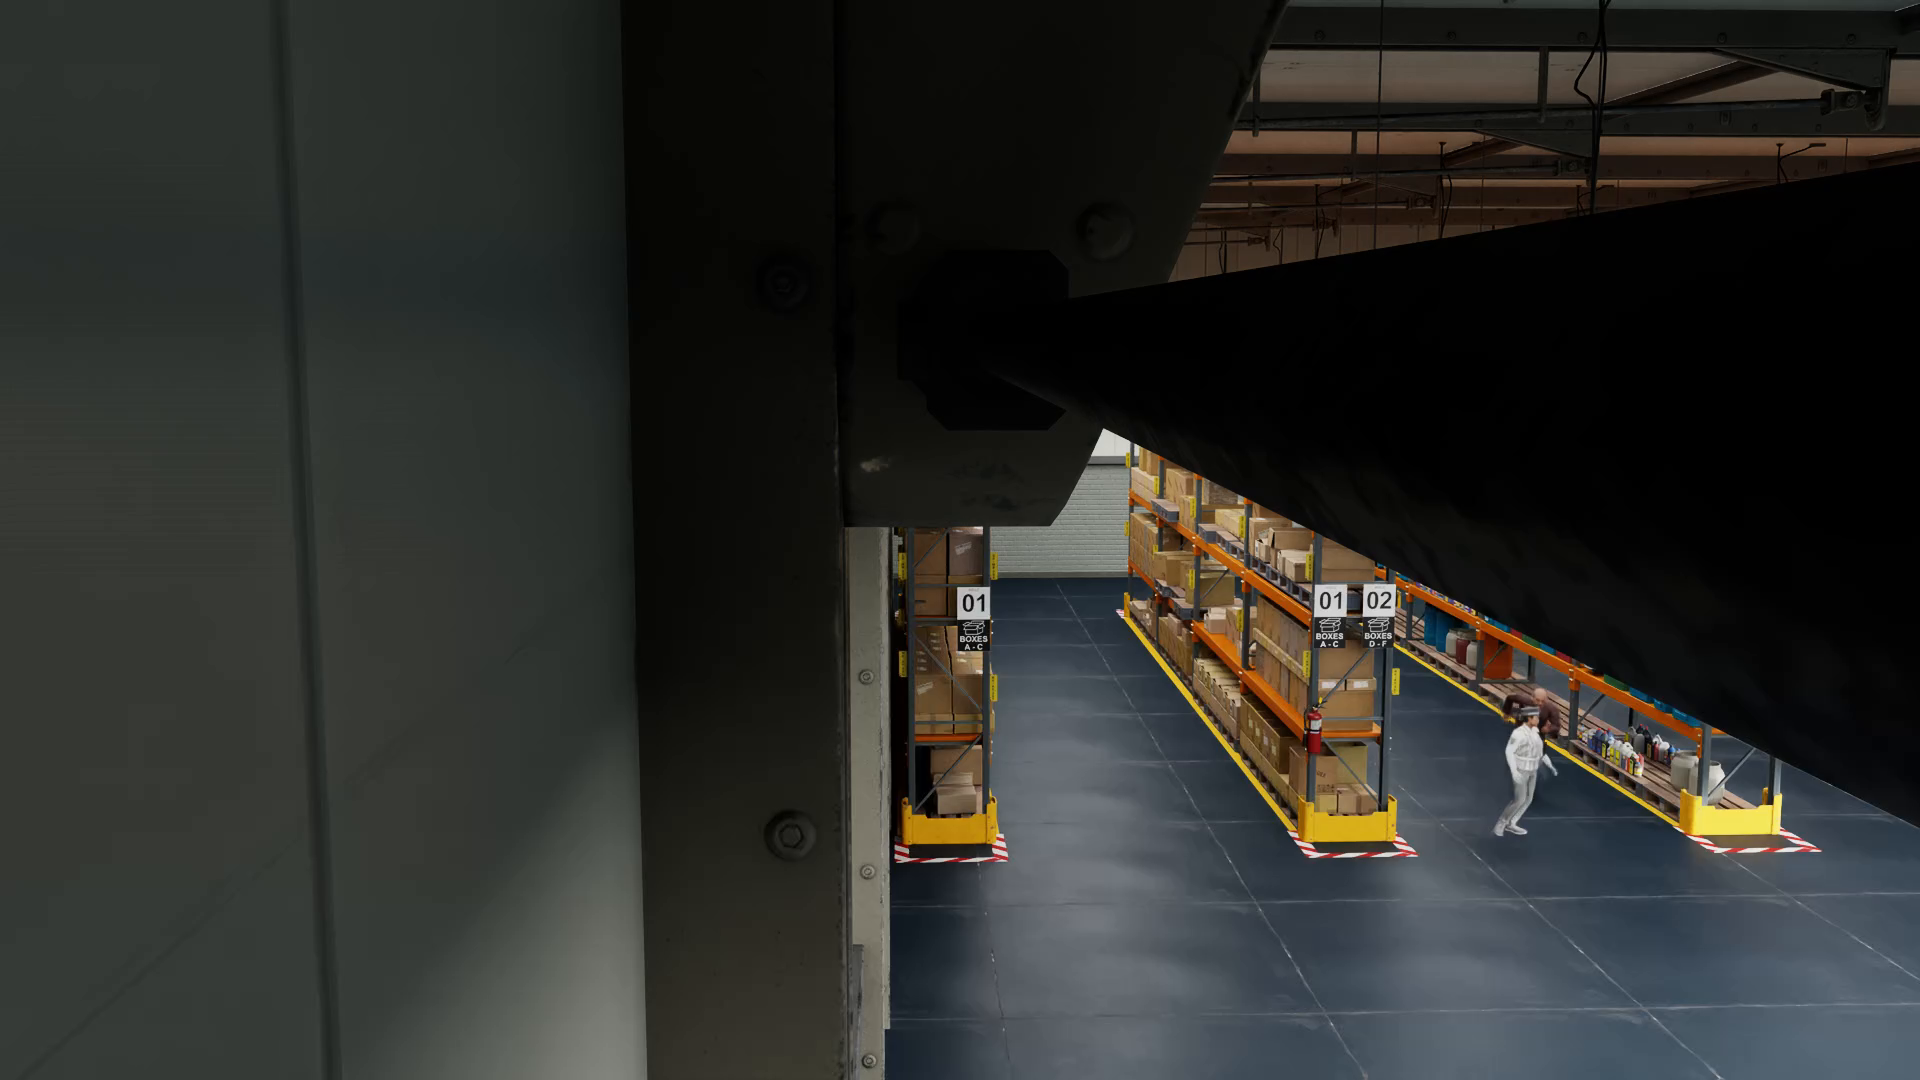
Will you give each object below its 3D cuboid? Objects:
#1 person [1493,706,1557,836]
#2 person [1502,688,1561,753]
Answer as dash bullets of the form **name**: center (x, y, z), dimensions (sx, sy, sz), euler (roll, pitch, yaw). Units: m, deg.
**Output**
- **person**: center (7.029, 2.886, 20.671), dimensions (0.714, 1.635, 0.557), euler (-7, 10, -42)
- **person**: center (7.749, 2.699, 22.624), dimensions (0.699, 1.567, 1.235), euler (1, 7, 10)
